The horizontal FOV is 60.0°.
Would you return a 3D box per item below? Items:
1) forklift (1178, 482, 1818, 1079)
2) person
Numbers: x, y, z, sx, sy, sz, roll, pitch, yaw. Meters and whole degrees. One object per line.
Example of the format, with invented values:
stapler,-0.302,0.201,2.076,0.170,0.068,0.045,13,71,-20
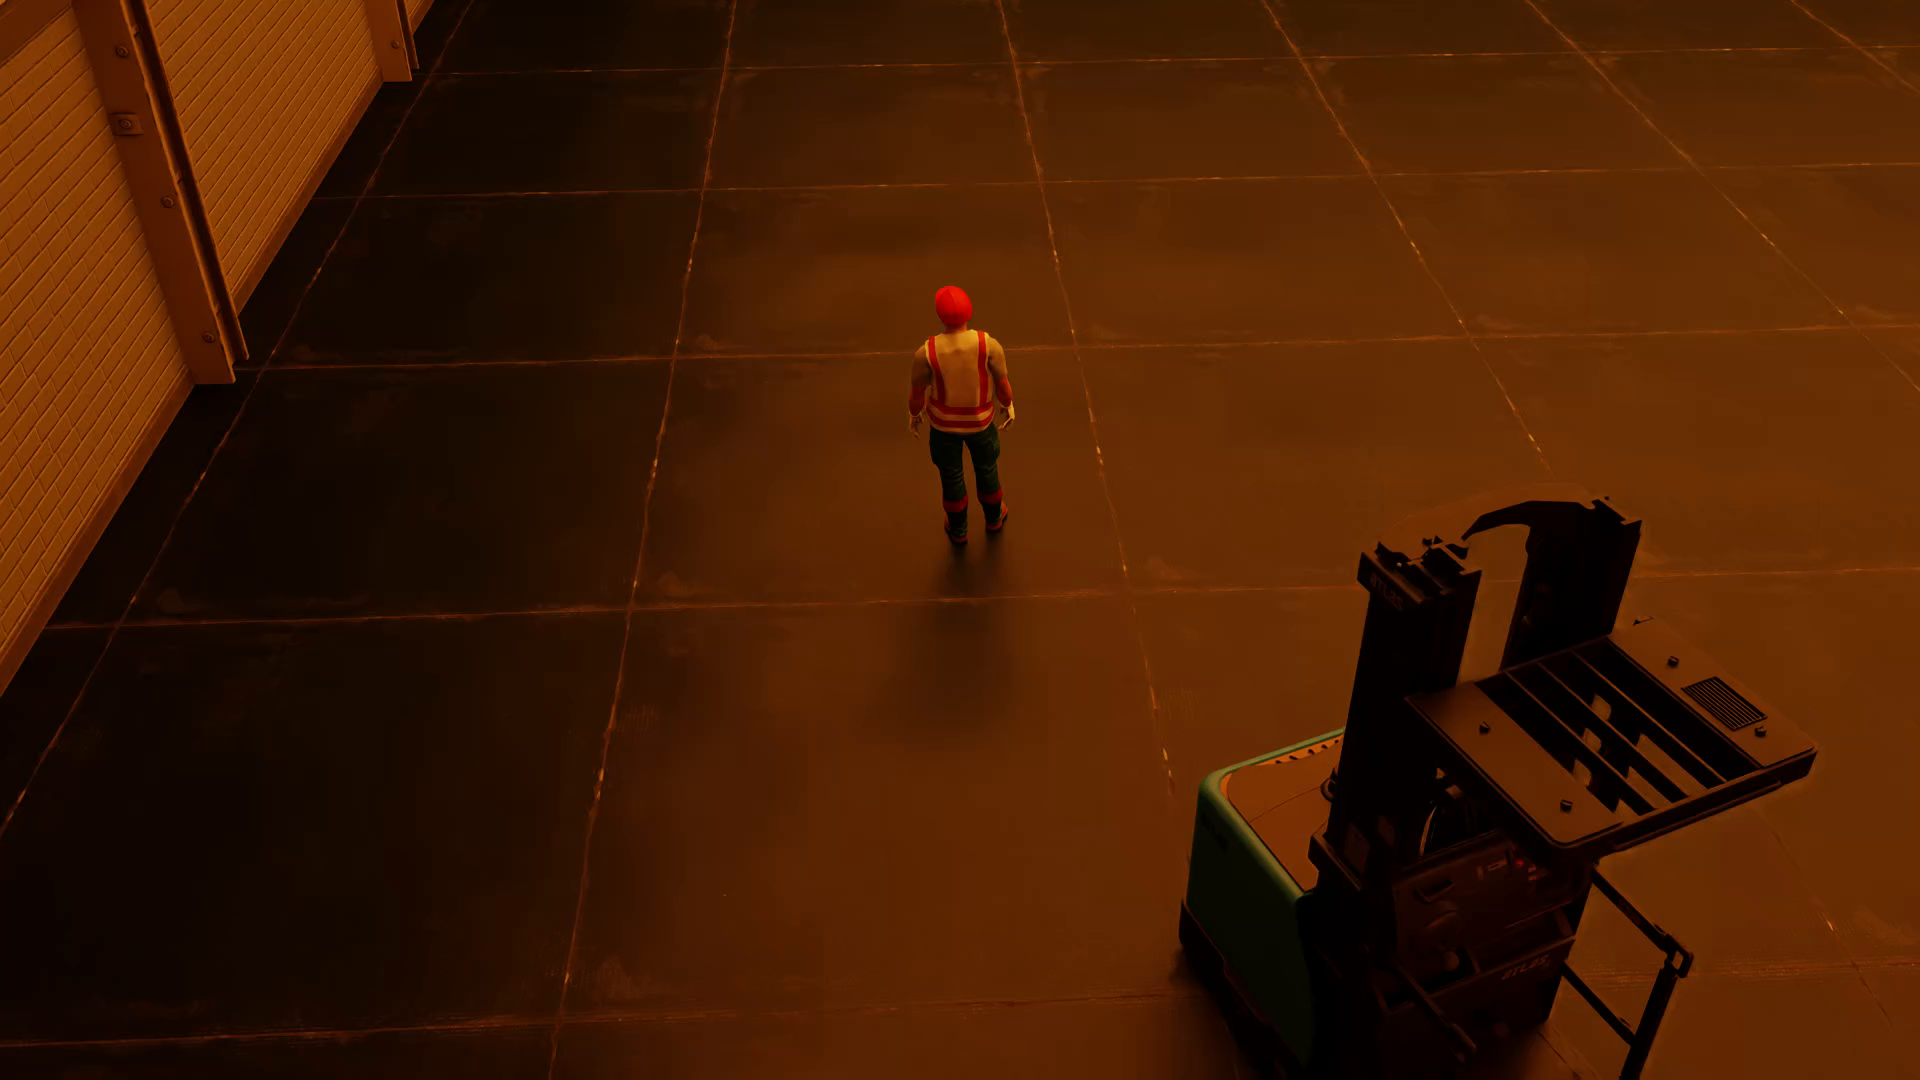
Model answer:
forklift,2.100,1.386,6.108,1.130,2.935,3.031,-15,39,-20
person,0.009,-0.777,10.034,0.637,1.787,0.564,-2,36,-2
